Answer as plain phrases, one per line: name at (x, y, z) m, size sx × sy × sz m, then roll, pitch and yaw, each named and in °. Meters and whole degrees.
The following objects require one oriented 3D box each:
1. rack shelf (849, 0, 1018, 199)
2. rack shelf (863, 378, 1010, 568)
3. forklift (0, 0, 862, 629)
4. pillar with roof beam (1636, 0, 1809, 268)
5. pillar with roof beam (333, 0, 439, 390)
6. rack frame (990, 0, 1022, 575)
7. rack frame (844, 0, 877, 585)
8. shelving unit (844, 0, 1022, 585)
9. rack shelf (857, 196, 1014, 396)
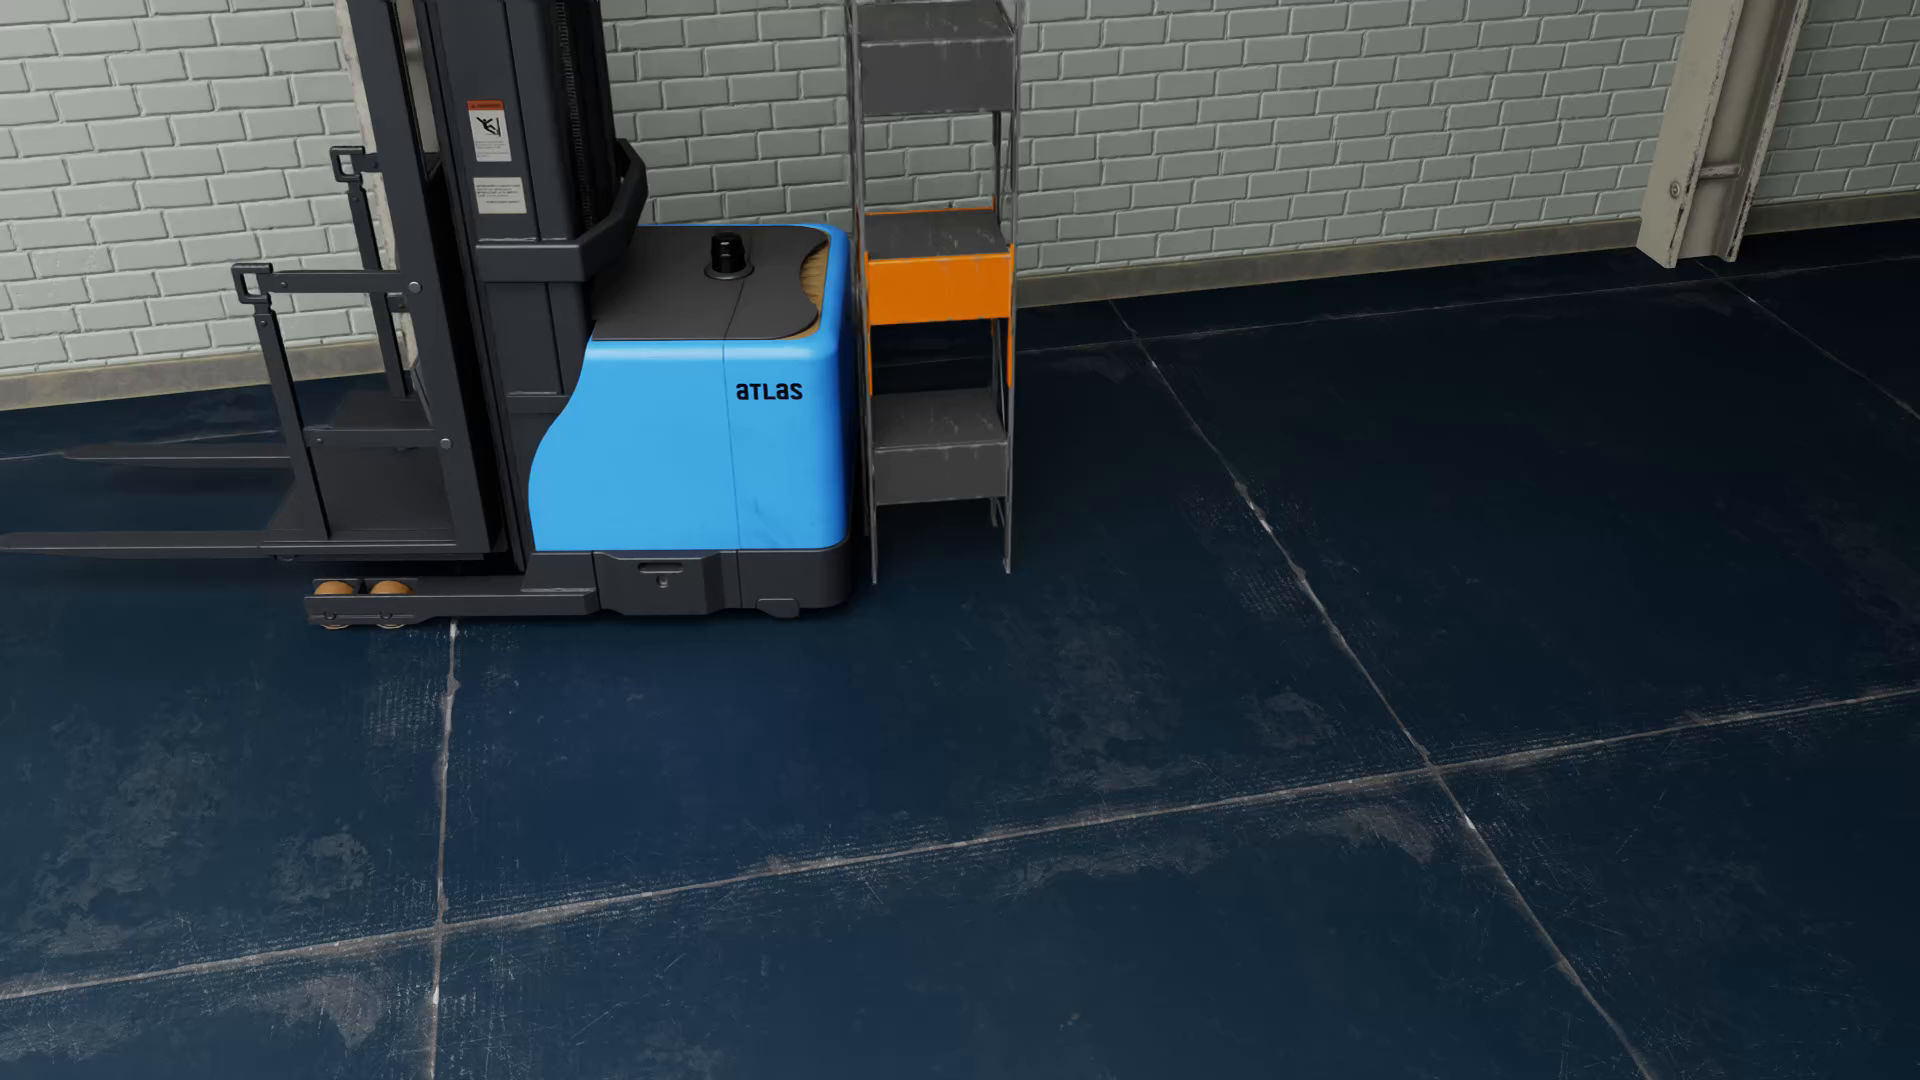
rack shelf at (-0.091, -1.408, 5.233) m, size 0.480 × 0.518 × 0.431 m, roll -4°, pitch 34°, yaw -6°
rack shelf at (-0.091, -0.246, 6.013) m, size 0.480 × 0.518 × 0.431 m, roll -4°, pitch 34°, yaw -6°
forklift at (-1.897, -1.204, 5.414) m, size 3.031 × 2.935 × 1.130 m, roll 0°, pitch 34°, yaw -1°
pillar with roof beam at (4.617, -2.855, 2.428) m, size 0.400 × 9.000 × 9.100 m, roll -7°, pitch 35°, yaw -11°
pillar with roof beam at (-1.236, -2.117, 1.329) m, size 0.400 × 9.000 × 9.100 m, roll -7°, pitch 35°, yaw -11°
rack frame at (0.151, -0.856, 5.642) m, size 0.015 × 2.100 × 0.400 m, roll -4°, pitch 34°, yaw -6°
rack frame at (-0.333, -0.821, 5.588) m, size 0.015 × 2.100 × 0.400 m, roll -4°, pitch 34°, yaw -6°
shelving unit at (-0.091, -0.838, 5.615) m, size 0.503 × 2.100 × 0.431 m, roll -4°, pitch 34°, yaw -6°
rack shelf at (-0.091, -0.827, 5.623) m, size 0.480 × 0.518 × 0.431 m, roll -4°, pitch 34°, yaw -6°
